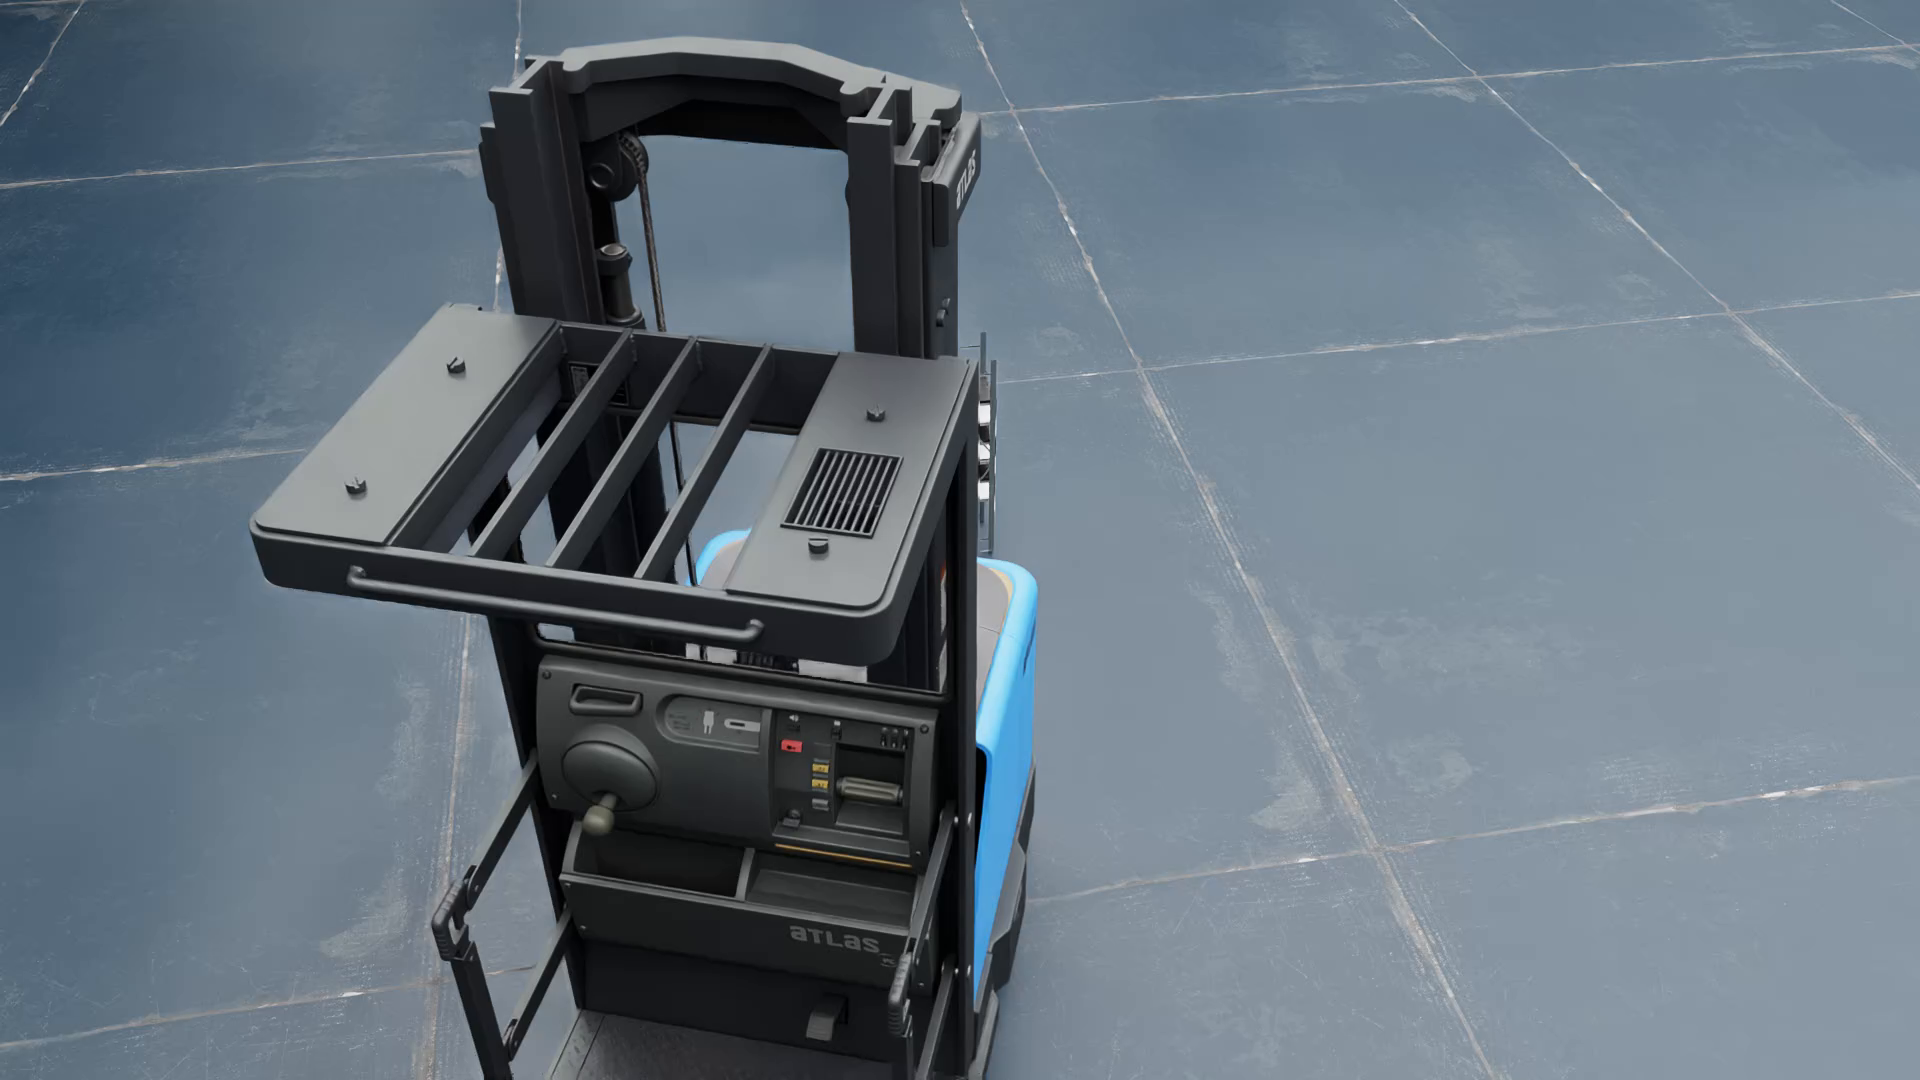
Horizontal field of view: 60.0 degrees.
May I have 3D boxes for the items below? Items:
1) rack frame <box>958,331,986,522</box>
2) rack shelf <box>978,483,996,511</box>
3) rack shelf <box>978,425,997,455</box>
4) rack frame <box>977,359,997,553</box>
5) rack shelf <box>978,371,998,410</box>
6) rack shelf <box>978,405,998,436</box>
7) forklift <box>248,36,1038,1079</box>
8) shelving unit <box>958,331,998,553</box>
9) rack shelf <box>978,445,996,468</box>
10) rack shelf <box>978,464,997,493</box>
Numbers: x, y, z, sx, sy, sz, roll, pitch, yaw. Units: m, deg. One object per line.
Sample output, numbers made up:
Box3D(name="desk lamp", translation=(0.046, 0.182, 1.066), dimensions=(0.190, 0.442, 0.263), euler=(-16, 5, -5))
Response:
Box3D(name="rack frame", translation=(-0.019, -0.422, 6.559), dimensions=(0.240, 0.900, 0.006), euler=(-6, 38, -8))
Box3D(name="rack shelf", translation=(-0.001, -0.192, 6.611), dimensions=(0.258, 0.077, 0.200), euler=(-6, 38, -8))
Box3D(name="rack shelf", translation=(-0.001, -0.405, 6.445), dimensions=(0.258, 0.077, 0.200), euler=(-6, 38, -8))
Box3D(name="rack frame", translation=(0.016, -0.299, 6.401), dimensions=(0.240, 0.900, 0.006), euler=(-6, 38, -8))
Box3D(name="rack shelf", translation=(-0.001, -0.547, 6.335), dimensions=(0.258, 0.077, 0.200), euler=(-6, 38, -8))
Box3D(name="rack shelf", translation=(-0.001, -0.476, 6.390), dimensions=(0.258, 0.077, 0.200), euler=(-6, 38, -8))
Box3D(name="forklift", translation=(-0.555, 0.587, 3.605), dimensions=(1.130, 2.935, 3.031), euler=(7, 38, 9))
Box3D(name="shelving unit", translation=(-0.001, -0.360, 6.480), dimensions=(0.258, 0.900, 0.210), euler=(-6, 38, -8))
Box3D(name="rack shelf", translation=(-0.001, -0.334, 6.501), dimensions=(0.258, 0.077, 0.200), euler=(-6, 38, -8))
Box3D(name="rack shelf", translation=(-0.001, -0.263, 6.556), dimensions=(0.258, 0.077, 0.200), euler=(-6, 38, -8))
